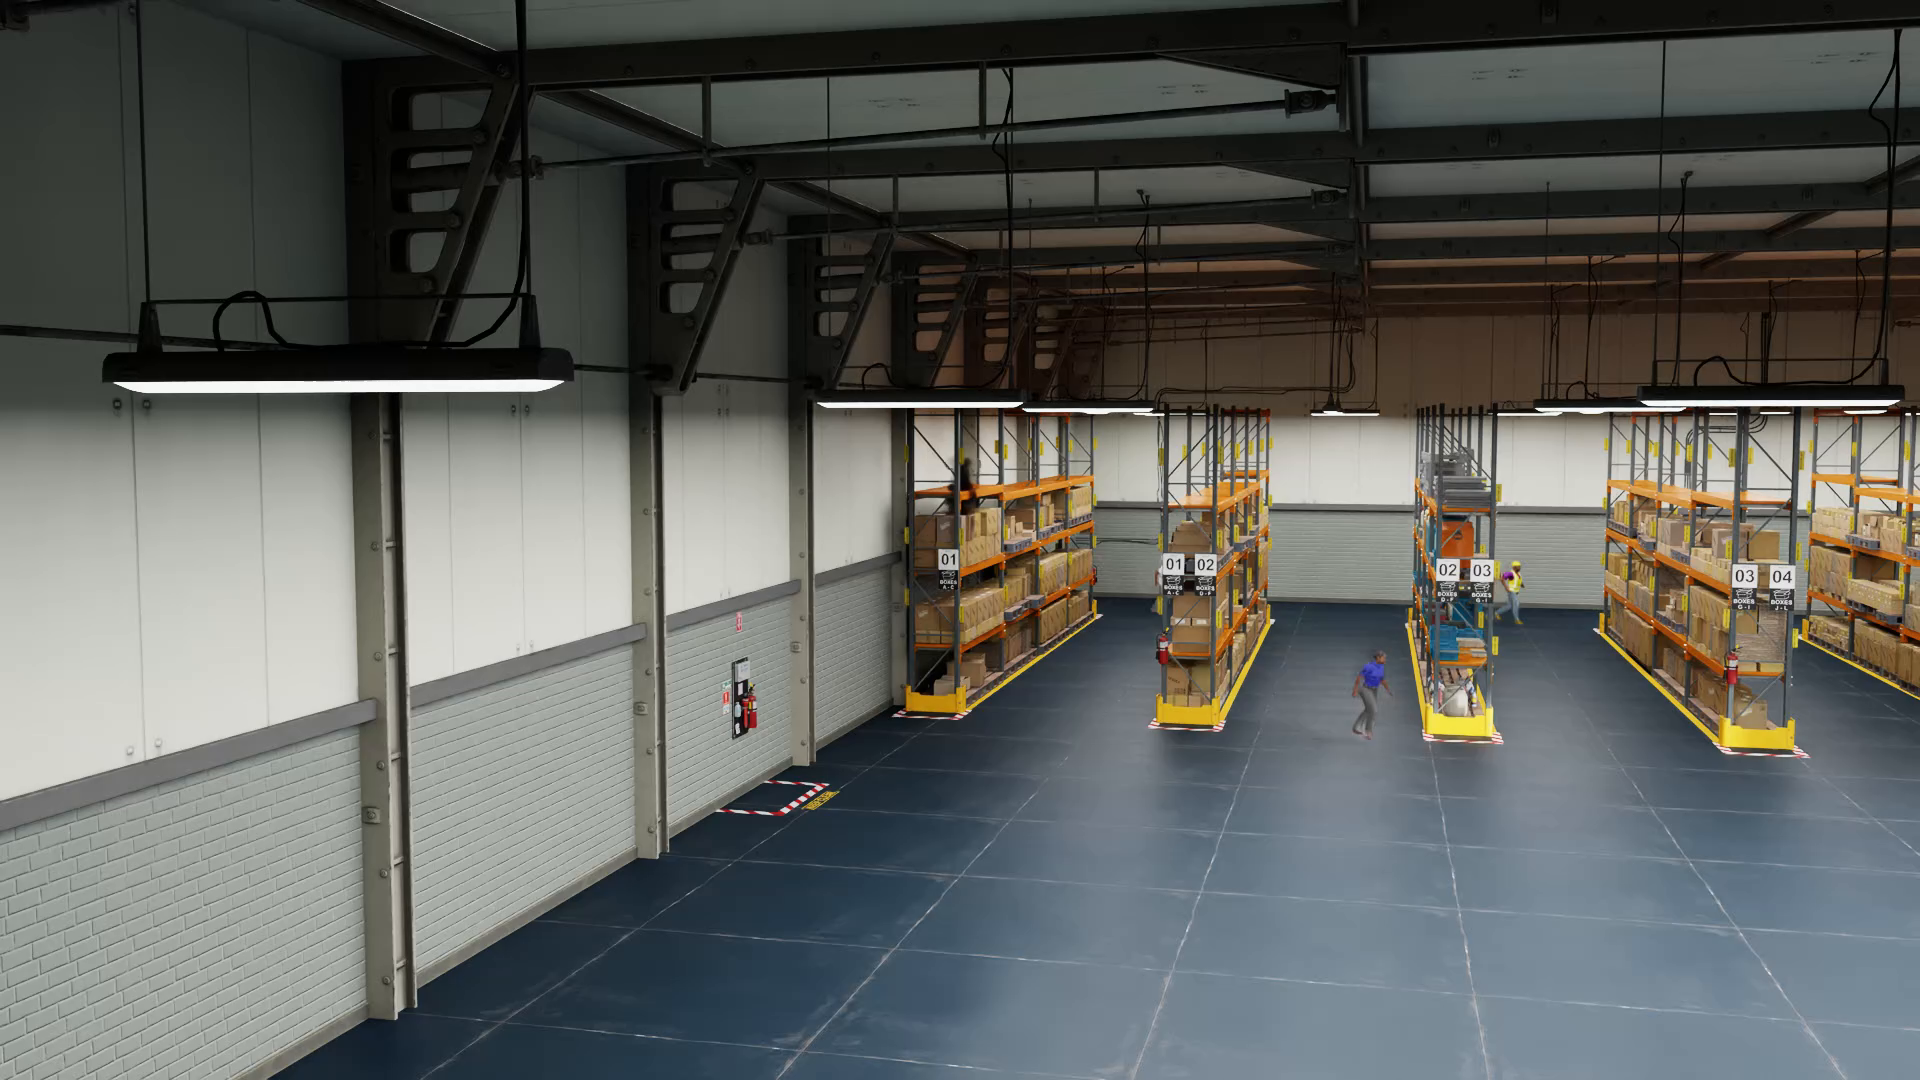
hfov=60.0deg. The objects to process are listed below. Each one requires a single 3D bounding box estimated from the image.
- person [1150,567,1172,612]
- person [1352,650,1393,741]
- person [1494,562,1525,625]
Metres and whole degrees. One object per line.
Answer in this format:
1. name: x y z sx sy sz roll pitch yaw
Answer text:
1. person: 6.067 1.344 48.980 0.958 1.645 0.720 2 5 30
2. person: 7.369 2.760 29.903 0.561 1.611 0.742 -3 5 -39
3. person: 15.438 1.459 46.481 0.953 1.717 0.744 3 5 40
